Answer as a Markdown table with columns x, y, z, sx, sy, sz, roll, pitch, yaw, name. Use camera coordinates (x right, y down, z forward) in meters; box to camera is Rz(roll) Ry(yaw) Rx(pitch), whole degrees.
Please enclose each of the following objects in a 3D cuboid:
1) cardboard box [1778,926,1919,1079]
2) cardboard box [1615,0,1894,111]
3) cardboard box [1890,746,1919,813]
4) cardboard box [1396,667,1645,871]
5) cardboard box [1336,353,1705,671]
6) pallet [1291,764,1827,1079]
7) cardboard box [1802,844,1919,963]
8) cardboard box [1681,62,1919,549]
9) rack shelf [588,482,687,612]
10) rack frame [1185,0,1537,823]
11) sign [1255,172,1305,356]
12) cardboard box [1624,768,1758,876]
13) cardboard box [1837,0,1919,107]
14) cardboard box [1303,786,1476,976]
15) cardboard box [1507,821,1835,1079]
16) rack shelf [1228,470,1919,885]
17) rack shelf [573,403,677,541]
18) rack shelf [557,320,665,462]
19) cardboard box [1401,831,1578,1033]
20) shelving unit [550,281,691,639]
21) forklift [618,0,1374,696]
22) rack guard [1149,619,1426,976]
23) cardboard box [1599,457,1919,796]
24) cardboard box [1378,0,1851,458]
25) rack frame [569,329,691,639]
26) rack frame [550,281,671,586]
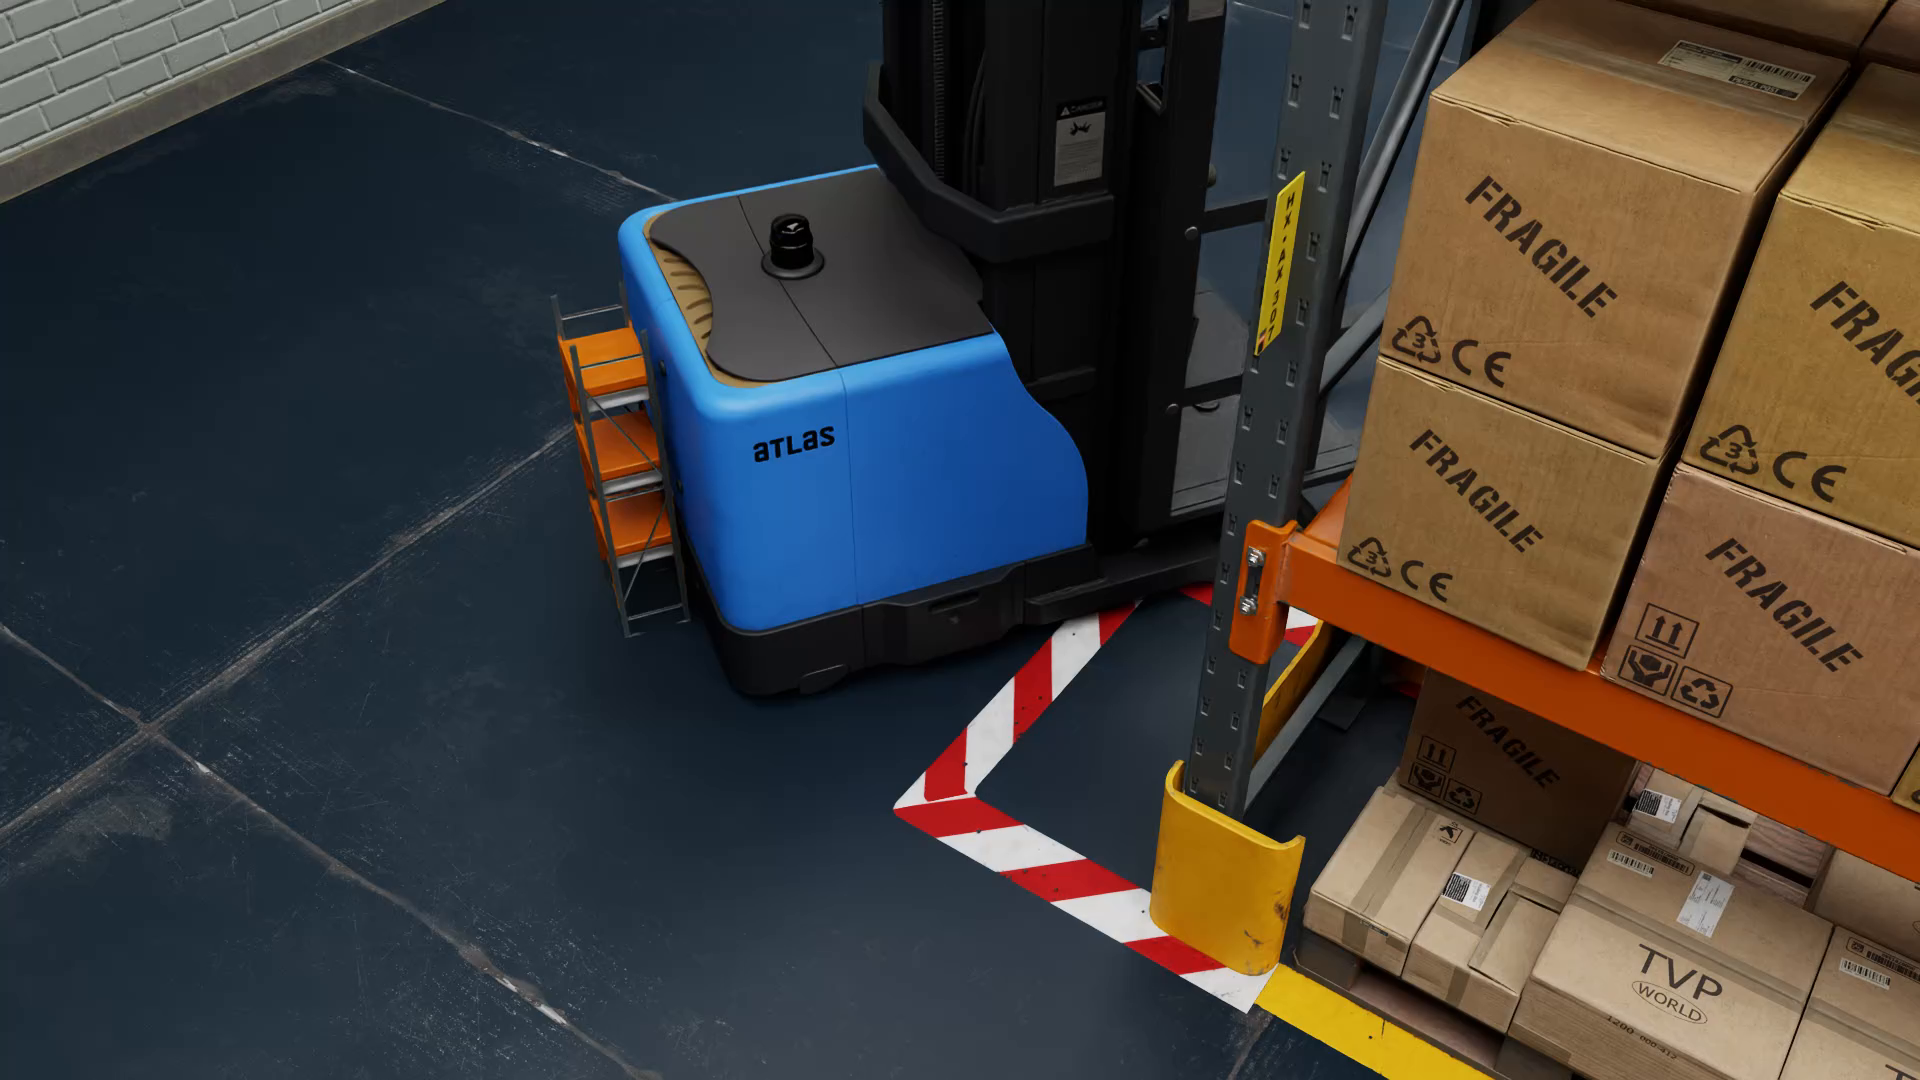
| x | y | z | sx | sy | sz | roll | pitch | yaw | name |
| --- | --- | --- | --- | --- | --- | --- | --- | --- | --- |
| 1.967 | 1.157 | 3.439 | 0.500 | 0.250 | 0.500 | 25 | 48 | 25 | cardboard box |
| 1.389 | -0.839 | 3.113 | 0.500 | 0.500 | 0.500 | 25 | 47 | 25 | cardboard box |
| 1.913 | 0.216 | 2.685 | 0.500 | 0.500 | 0.500 | 25 | 47 | 25 | cardboard box |
| 1.453 | 0.392 | 4.107 | 0.500 | 0.500 | 0.500 | 25 | 48 | 25 | cardboard box |
| 1.078 | -0.173 | 3.119 | 0.500 | 0.500 | 0.500 | 26 | 48 | 26 | cardboard box |
| 1.582 | 0.924 | 4.060 | 1.213 | 0.211 | 1.003 | 25 | 48 | 25 | pallet |
| 2.214 | 0.865 | 3.766 | 0.500 | 0.250 | 0.500 | 25 | 48 | 25 | cardboard box |
| 1.511 | -0.349 | 2.566 | 0.500 | 0.500 | 0.500 | 26 | 48 | 26 | cardboard box |
| -0.944 | 0.014 | 4.880 | 0.215 | 0.259 | 0.240 | -15 | 44 | -16 | rack shelf |
| 0.866 | -0.449 | 3.503 | 0.127 | 3.000 | 1.000 | 25 | 48 | 25 | rack frame |
| 0.555 | -0.476 | 2.883 | 0.005 | 0.325 | 0.100 | 25 | 48 | 25 | sign |
| 1.733 | 0.720 | 3.990 | 0.250 | 0.166 | 0.380 | 25 | 48 | 25 | cardboard box |
| 1.803 | -0.646 | 2.898 | 0.500 | 0.500 | 0.500 | 26 | 48 | 26 | cardboard box |
| 1.012 | 0.797 | 3.918 | 0.250 | 0.149 | 0.380 | 25 | 48 | 25 | cardboard box |
| 1.558 | 0.966 | 3.653 | 0.500 | 0.250 | 0.500 | 25 | 48 | 25 | cardboard box |
| 2.504 | 0.584 | 2.887 | 4.000 | 0.370 | 1.077 | 25 | 48 | 25 | rack shelf |
| -0.945 | -0.193 | 4.694 | 0.215 | 0.259 | 0.240 | -15 | 44 | -16 | rack shelf |
| -0.945 | -0.405 | 4.505 | 0.215 | 0.259 | 0.240 | -15 | 44 | -16 | rack shelf |
| 1.217 | 0.886 | 3.805 | 0.250 | 0.166 | 0.380 | 25 | 48 | 25 | cardboard box |
| -0.945 | -0.201 | 4.687 | 0.215 | 1.050 | 0.252 | -15 | 44 | -16 | shelving unit |
| 0.594 | -1.278 | 4.481 | 3.031 | 2.935 | 1.130 | -15 | 44 | -16 | forklift |
| 0.929 | 0.511 | 4.304 | 0.348 | 0.500 | 1.175 | 25 | 48 | 25 | rack guard |
| 1.504 | 0.022 | 2.901 | 0.500 | 0.500 | 0.500 | 25 | 47 | 25 | cardboard box |
| 1.078 | -0.545 | 2.785 | 0.500 | 0.500 | 0.500 | 27 | 48 | 27 | cardboard box |
| -0.900 | -0.125 | 4.603 | 0.200 | 1.050 | 0.008 | -15 | 44 | -16 | rack frame |
| -0.990 | -0.277 | 4.772 | 0.200 | 1.050 | 0.008 | -15 | 44 | -16 | rack frame |
